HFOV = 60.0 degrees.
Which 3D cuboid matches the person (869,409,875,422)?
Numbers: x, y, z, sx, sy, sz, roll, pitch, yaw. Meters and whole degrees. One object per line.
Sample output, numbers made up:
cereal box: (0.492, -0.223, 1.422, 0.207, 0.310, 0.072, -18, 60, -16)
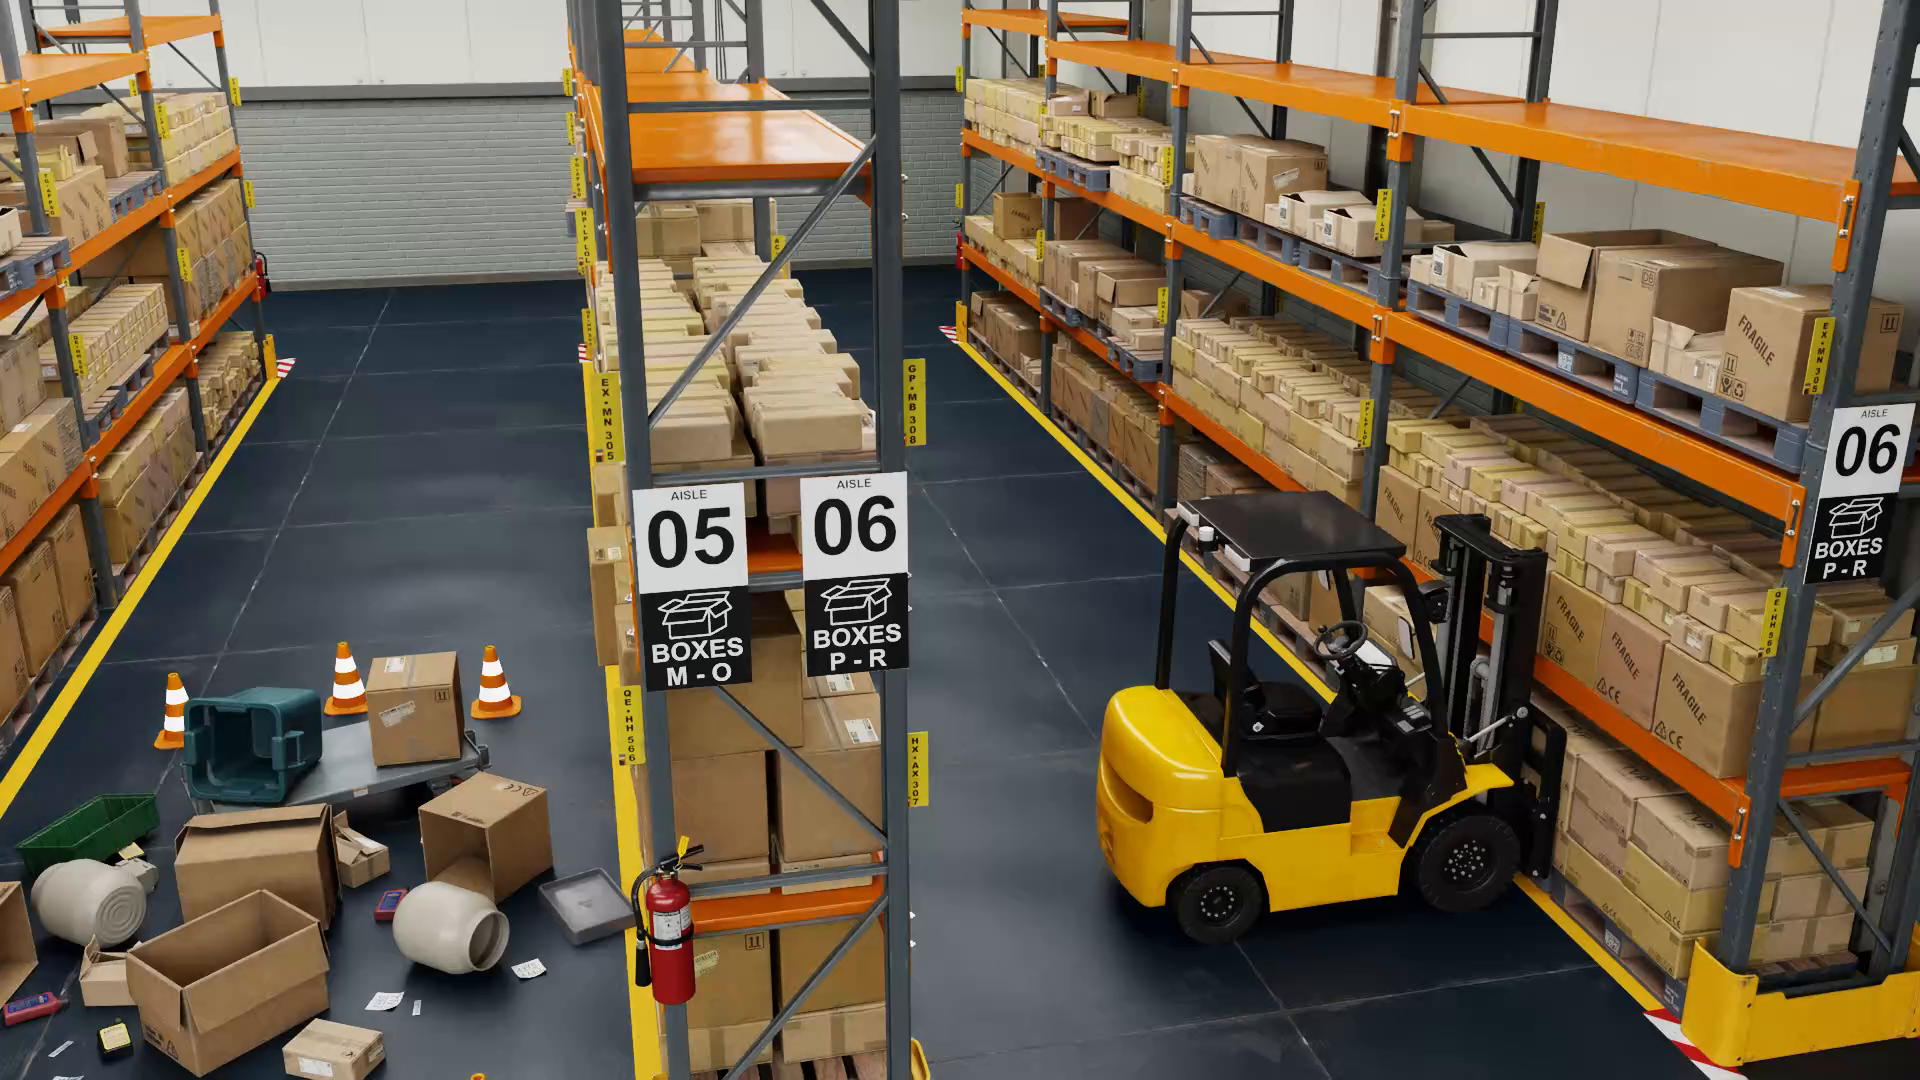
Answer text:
person: (-0.886, -0.488, 13.733, 0.634, 1.760, 0.459, -6, 20, -17)
